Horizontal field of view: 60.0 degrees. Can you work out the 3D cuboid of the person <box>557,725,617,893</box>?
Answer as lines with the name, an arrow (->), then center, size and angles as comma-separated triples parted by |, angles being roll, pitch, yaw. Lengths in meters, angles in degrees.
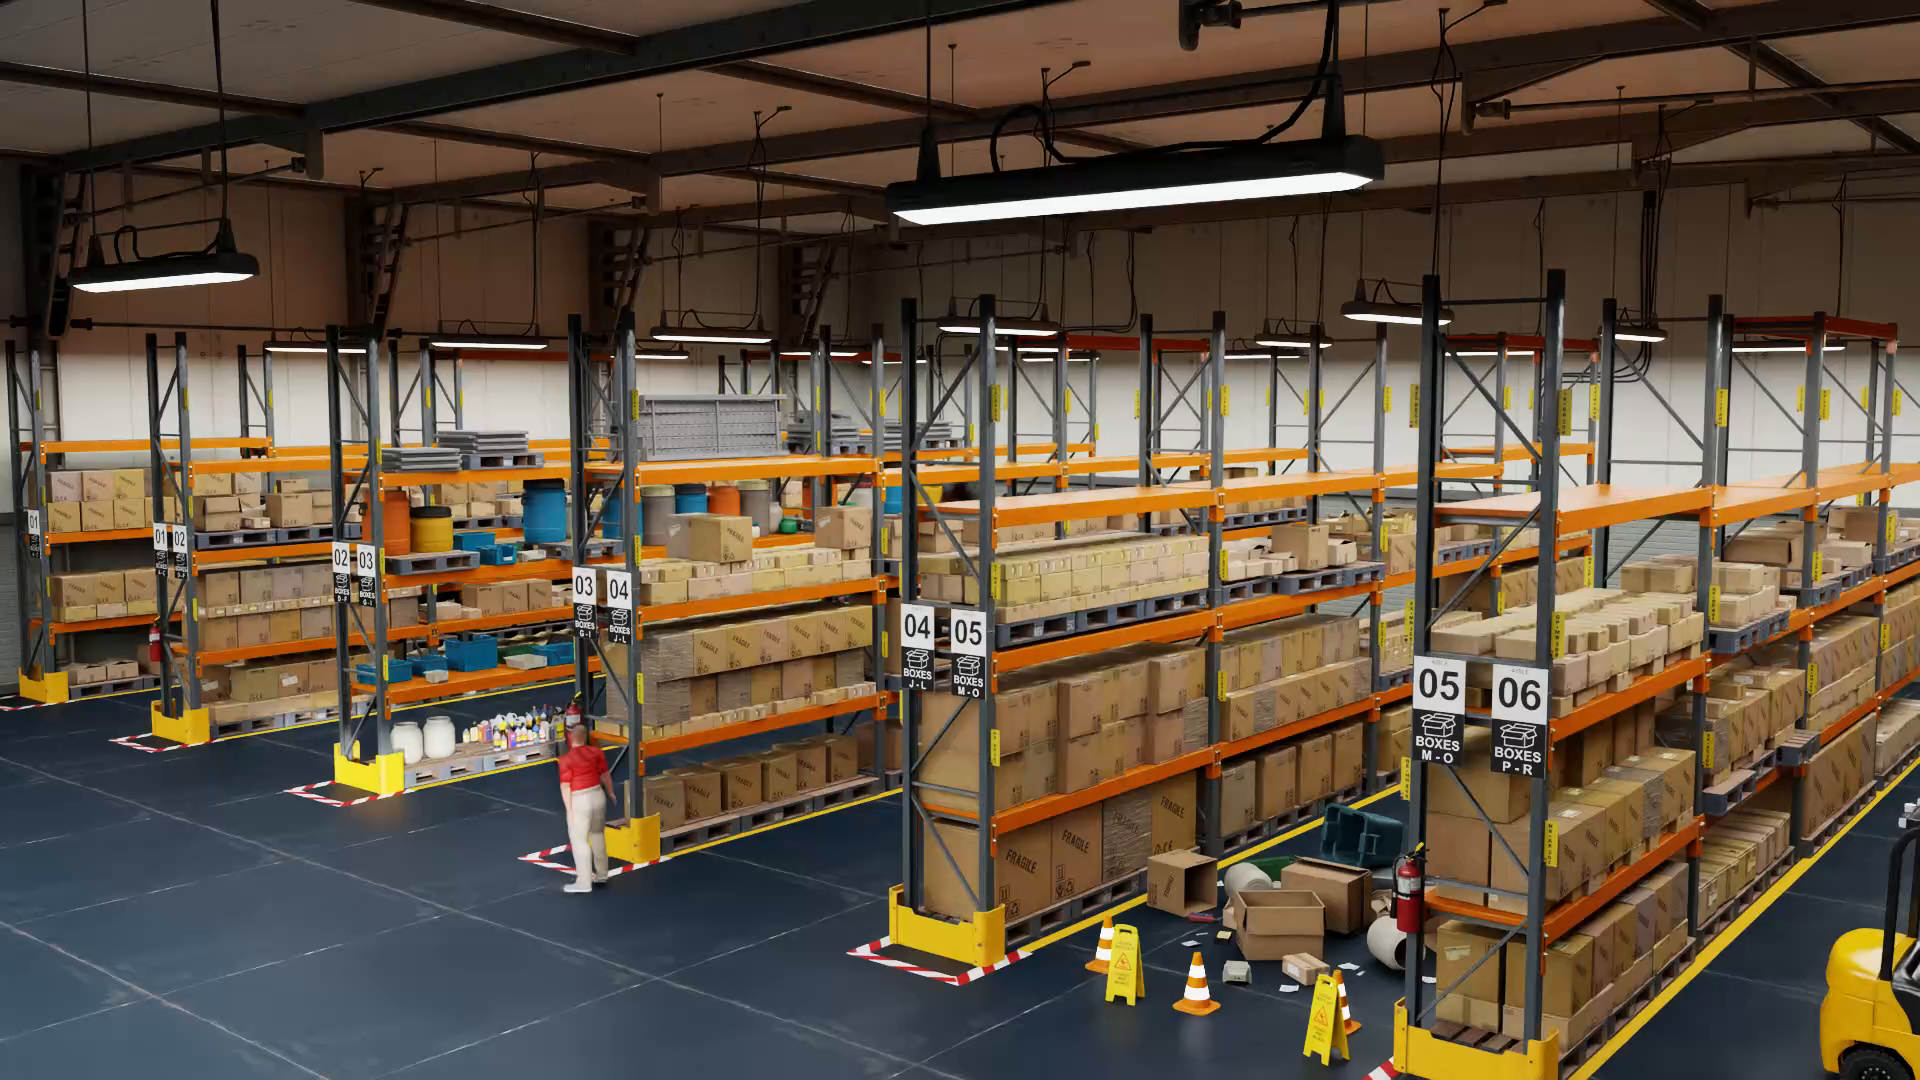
person -> -3.846, 2.765, 17.221 | 0.402, 1.767, 0.731 | 4, 6, 37
